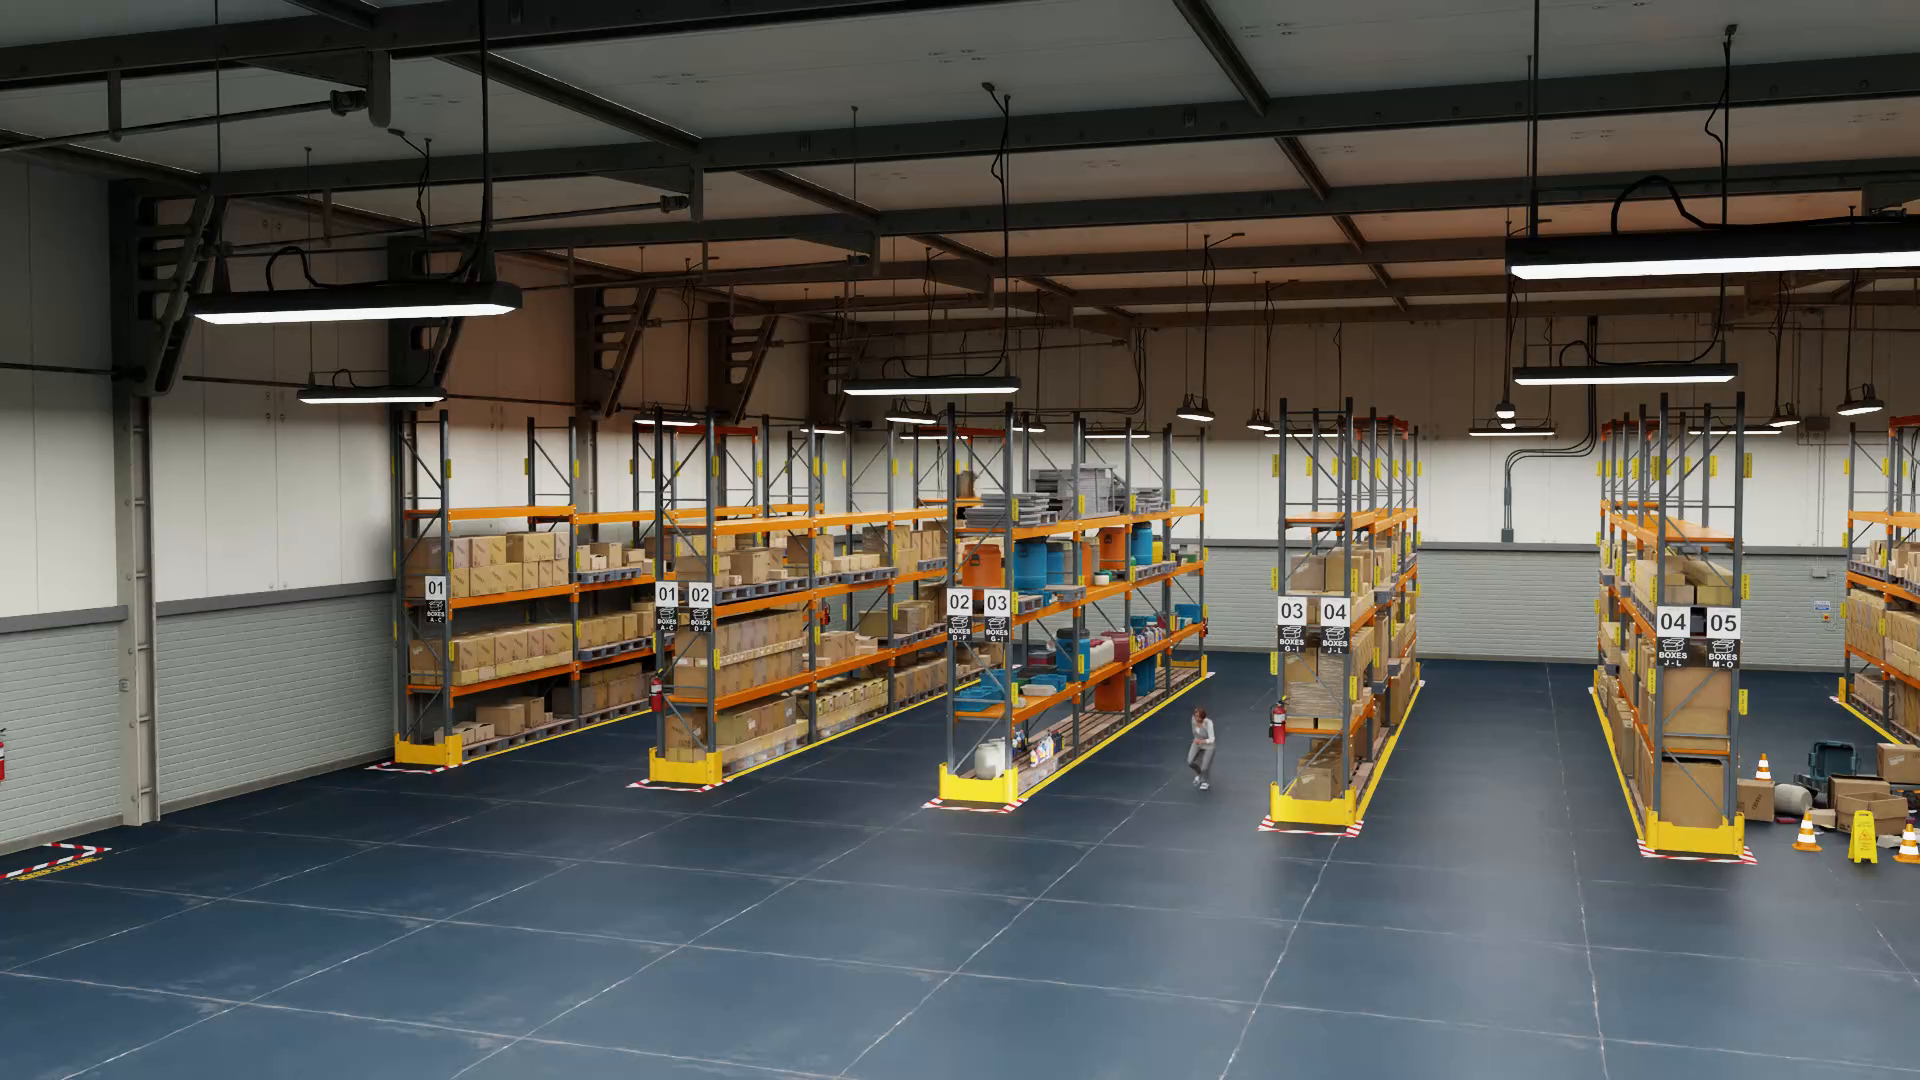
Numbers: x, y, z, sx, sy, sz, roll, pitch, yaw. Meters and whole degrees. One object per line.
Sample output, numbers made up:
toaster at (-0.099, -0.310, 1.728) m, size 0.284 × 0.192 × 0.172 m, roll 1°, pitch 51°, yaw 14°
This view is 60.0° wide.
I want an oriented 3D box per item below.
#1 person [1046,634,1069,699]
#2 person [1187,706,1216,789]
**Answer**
person at (2.111, 2.725, 35.360) m, size 0.612 × 1.507 × 1.046 m, roll 2°, pitch 3°, yaw 34°
person at (3.734, 3.215, 25.619) m, size 0.511 × 1.356 × 0.920 m, roll 1°, pitch 3°, yaw 30°
